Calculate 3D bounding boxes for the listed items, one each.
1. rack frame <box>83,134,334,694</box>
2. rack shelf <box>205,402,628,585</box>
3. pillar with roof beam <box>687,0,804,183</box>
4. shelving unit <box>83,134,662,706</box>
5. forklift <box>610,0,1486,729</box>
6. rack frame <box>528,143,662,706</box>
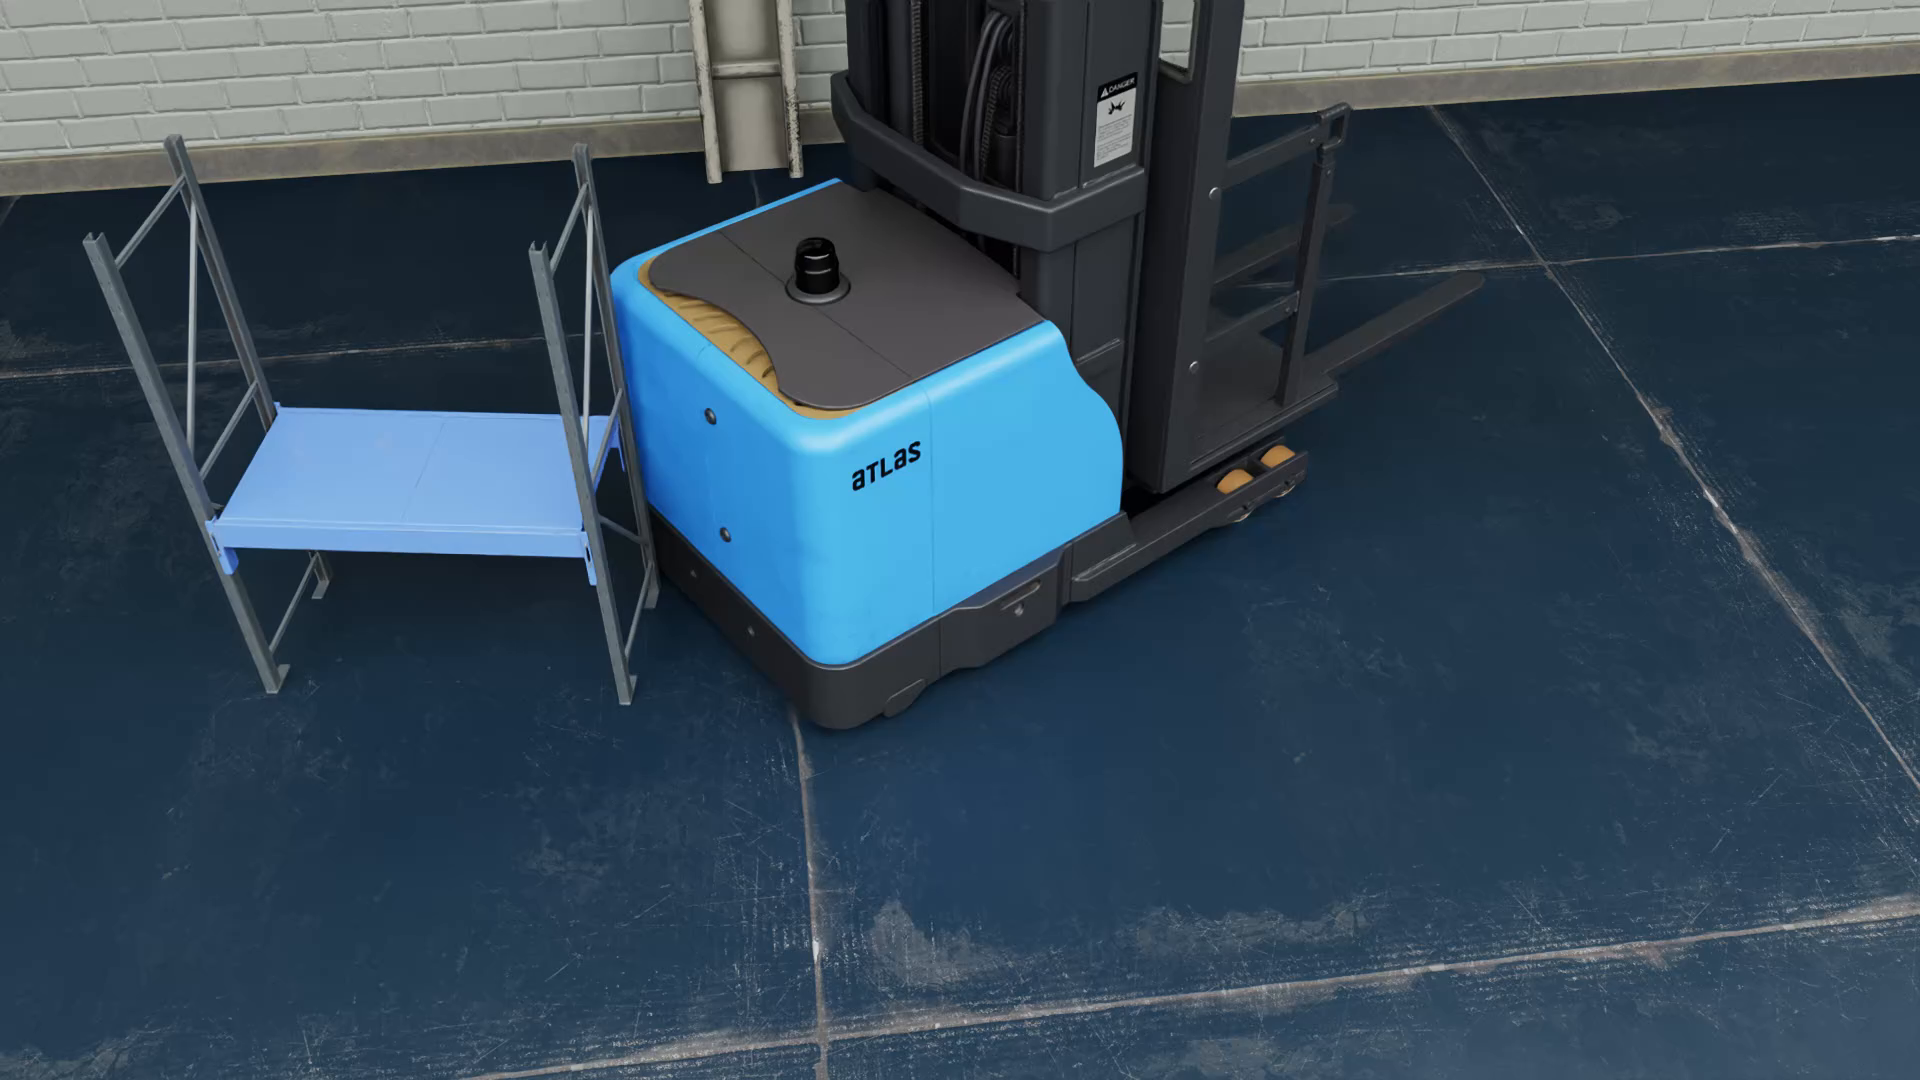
[{"bbox_3d":[-1.958,-0.283,4.444,0.032,1.500,0.500,2,42,2],"label":"rack frame"},{"bbox_3d":[-1.450,-0.135,4.548,1.000,0.185,0.538,2,42,2],"label":"rack shelf"},{"bbox_3d":[-0.309,-2.079,0.836,0.400,9.000,9.100,-5,42,-6],"label":"pillar with roof beam"},{"bbox_3d":[-1.450,-0.268,4.428,1.048,1.500,0.538,2,42,2],"label":"shelving unit"},{"bbox_3d":[0.499,-1.395,4.608,3.031,2.935,1.130,-28,49,-28],"label":"forklift"},{"bbox_3d":[-0.942,-0.254,4.412,0.032,1.500,0.500,2,42,2],"label":"rack frame"}]
